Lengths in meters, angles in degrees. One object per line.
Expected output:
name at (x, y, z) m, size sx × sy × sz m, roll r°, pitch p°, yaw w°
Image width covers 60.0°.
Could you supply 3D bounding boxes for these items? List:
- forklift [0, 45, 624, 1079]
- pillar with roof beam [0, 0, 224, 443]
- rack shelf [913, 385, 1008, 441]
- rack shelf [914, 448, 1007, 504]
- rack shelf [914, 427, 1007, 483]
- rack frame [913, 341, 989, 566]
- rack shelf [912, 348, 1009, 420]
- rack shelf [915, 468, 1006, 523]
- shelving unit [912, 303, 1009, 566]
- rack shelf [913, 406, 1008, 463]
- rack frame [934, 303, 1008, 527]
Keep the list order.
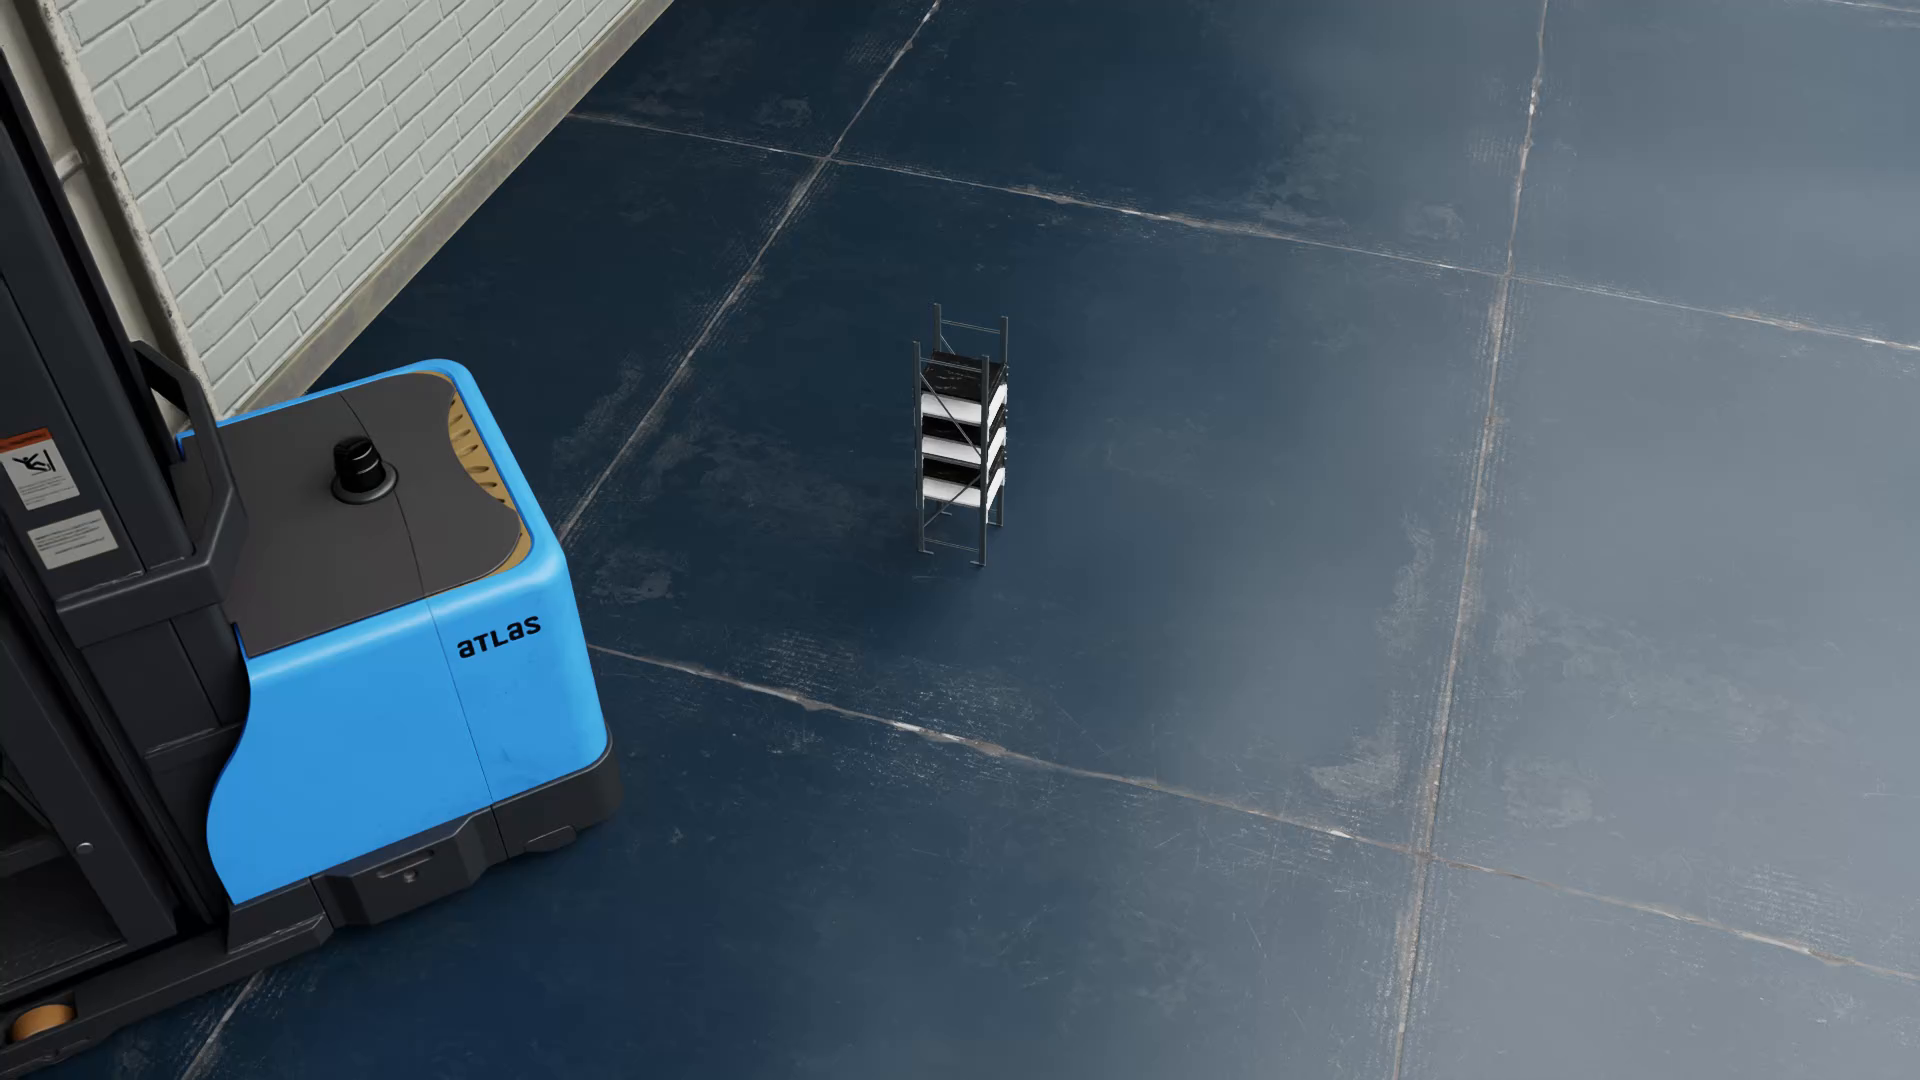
forklift at (-2.532, -0.038, 3.694) m, size 3.031 × 2.935 × 1.130 m, roll -21°, pitch 48°, yaw -20°
pillar with roof beam at (1.466, -2.277, 1.643) m, size 9.100 × 9.000 × 0.400 m, roll 13°, pitch 46°, yaw 13°
rack shelf at (0.002, -0.432, 5.338) m, size 0.258 × 0.077 × 0.200 m, roll 13°, pitch 46°, yaw 12°
rack shelf at (0.002, -0.239, 5.527) m, size 0.258 × 0.077 × 0.200 m, roll 13°, pitch 46°, yaw 12°
rack shelf at (0.002, -0.303, 5.464) m, size 0.258 × 0.077 × 0.200 m, roll 13°, pitch 46°, yaw 12°
rack frame at (-0.028, -0.259, 5.372) m, size 0.240 × 0.900 × 0.006 m, roll 13°, pitch 46°, yaw 12°
rack shelf at (0.002, -0.496, 5.275) m, size 0.258 × 0.077 × 0.200 m, roll 13°, pitch 46°, yaw 12°
rack shelf at (0.002, -0.175, 5.590) m, size 0.258 × 0.077 × 0.200 m, roll 13°, pitch 46°, yaw 12°
shelving unit at (0.002, -0.327, 5.441) m, size 0.258 × 0.900 × 0.210 m, roll 13°, pitch 46°, yaw 12°
rack shelf at (0.002, -0.368, 5.401) m, size 0.258 × 0.077 × 0.200 m, roll 13°, pitch 46°, yaw 12°
rack frame at (0.033, -0.395, 5.510) m, size 0.240 × 0.900 × 0.006 m, roll 13°, pitch 46°, yaw 12°
